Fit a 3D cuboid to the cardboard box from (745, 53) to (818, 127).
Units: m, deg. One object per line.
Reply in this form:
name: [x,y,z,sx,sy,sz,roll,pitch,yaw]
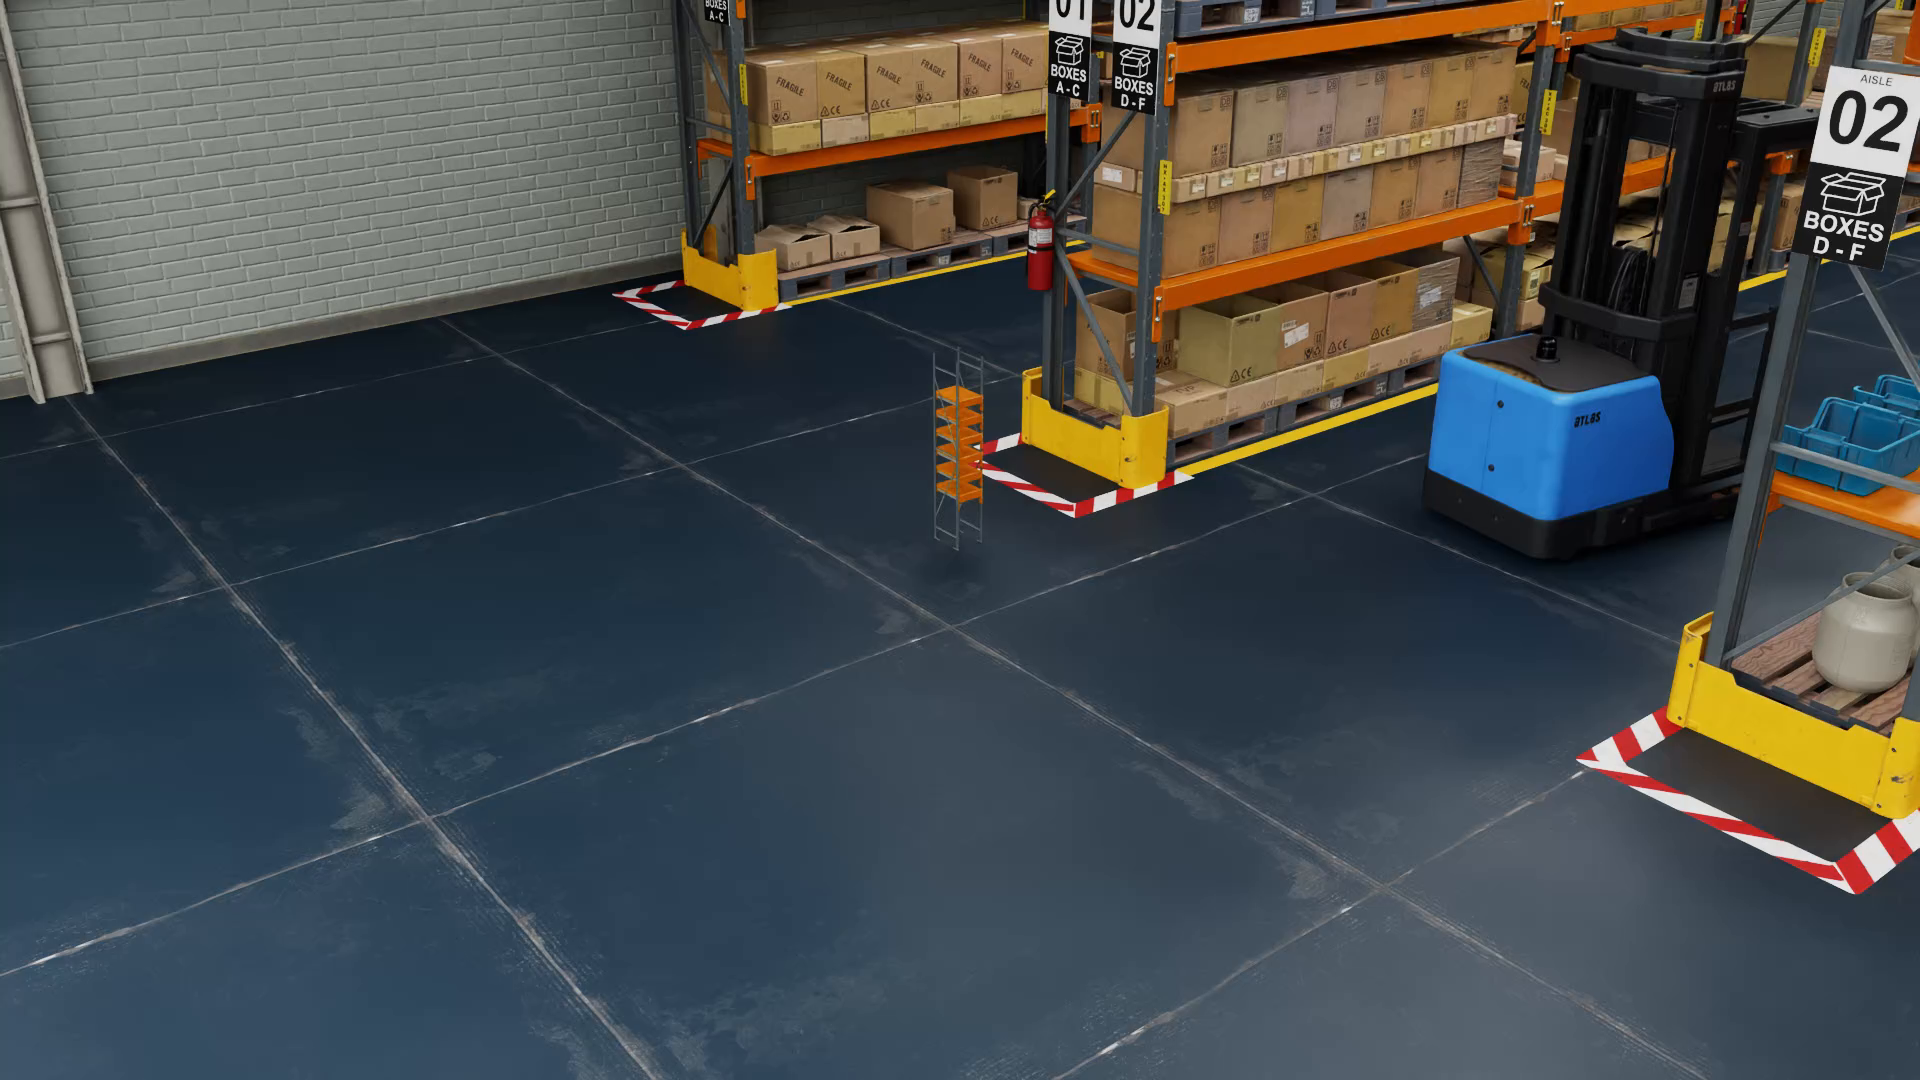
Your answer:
cardboard box: [-1.575,-3.875,14.301,0.500,0.500,0.500,-18,31,-34]

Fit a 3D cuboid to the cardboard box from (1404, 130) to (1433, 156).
cardboard box: [3.188,-2.903,12.053,0.250,0.149,0.380,-18,31,-34]

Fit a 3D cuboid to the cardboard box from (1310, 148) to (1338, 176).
cardboard box: [2.378,-2.635,11.476,0.250,0.149,0.380,-19,31,-35]

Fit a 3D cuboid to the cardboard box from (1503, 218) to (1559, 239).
cardboard box: [5.013,-2.633,14.461,0.500,0.311,0.500,-18,31,-34]

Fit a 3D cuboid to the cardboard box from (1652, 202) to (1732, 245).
cardboard box: [6.554,-2.851,14.931,0.500,0.311,0.500,-19,31,-35]

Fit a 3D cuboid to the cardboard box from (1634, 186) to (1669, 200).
cardboard box: [6.626,-3.167,15.612,0.500,0.311,0.500,-17,30,-32]

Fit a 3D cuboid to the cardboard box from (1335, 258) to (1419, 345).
cardboard box: [3.050,-1.802,12.447,0.500,0.500,0.500,-18,31,-34]

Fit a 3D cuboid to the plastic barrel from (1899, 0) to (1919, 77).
plastic barrel: [4.282,-2.202,6.860,0.708,0.830,0.600,-18,31,-34]

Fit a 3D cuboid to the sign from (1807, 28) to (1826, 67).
sign: [7.564,-4.350,14.685,0.005,0.325,0.100,-18,31,-34]

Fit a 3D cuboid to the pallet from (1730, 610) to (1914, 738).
pallet: [4.651,0.732,8.421,1.213,0.211,1.003,-18,31,-34]

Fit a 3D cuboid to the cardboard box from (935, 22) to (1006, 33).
cardboard box: [0.104,-4.704,16.086,0.500,0.500,0.500,-18,31,-34]

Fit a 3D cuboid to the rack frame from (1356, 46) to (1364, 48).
rack frame: [4.160,-5.648,18.856,0.127,3.000,1.000,-18,31,-34]

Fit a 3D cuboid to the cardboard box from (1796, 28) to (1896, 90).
cardboard box: [8.483,-4.619,16.022,0.500,0.500,0.700,-12,28,-24]

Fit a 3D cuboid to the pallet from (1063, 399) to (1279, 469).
pallet: [1.500,-0.877,11.890,1.213,0.211,1.003,-18,31,-34]

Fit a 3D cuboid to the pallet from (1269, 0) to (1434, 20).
pallet: [2.457,-3.744,11.296,1.213,0.211,1.003,-18,31,-34]

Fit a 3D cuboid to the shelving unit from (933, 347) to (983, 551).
shelving unit: [-0.011,-0.540,9.989,0.189,1.200,0.258,-18,31,-34]

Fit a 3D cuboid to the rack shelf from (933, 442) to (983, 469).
rack shelf: [-0.011,-0.500,10.008,0.180,0.103,0.258,-18,31,-34]

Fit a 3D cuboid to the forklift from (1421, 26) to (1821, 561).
forklift: [4.479,-1.640,10.303,3.031,2.935,1.130,-13,28,-26]

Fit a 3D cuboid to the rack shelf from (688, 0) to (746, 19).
rack shelf: [-0.562,-5.124,15.018,4.000,0.370,1.077,-18,31,-34]

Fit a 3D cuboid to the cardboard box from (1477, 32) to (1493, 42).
cardboard box: [6.189,-6.085,20.073,0.250,0.149,0.380,-19,31,-35]

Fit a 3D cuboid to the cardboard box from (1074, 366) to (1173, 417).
cardboard box: [1.164,-1.110,11.846,0.500,0.250,0.500,-18,31,-34]

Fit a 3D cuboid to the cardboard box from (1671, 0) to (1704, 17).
cardboard box: [9.494,-7.534,22.563,0.700,0.700,0.980,-19,31,-34]

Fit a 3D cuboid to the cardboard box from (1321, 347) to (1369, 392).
cardboard box: [2.665,-1.328,12.315,0.500,0.250,0.500,-18,31,-34]

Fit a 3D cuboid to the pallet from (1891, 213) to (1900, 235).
pallet: [8.790,-3.240,16.980,1.213,0.211,1.003,-18,31,-34]

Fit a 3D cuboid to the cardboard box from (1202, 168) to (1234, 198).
cardboard box: [1.572,-2.369,10.903,0.250,0.149,0.380,-19,31,-35]

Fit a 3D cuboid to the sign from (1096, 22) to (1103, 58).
sign: [1.353,-4.824,16.052,0.005,0.325,0.100,-18,31,-34]

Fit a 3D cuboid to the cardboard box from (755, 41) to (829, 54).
cardboard box: [-1.494,-4.171,14.938,0.500,0.500,0.500,-18,30,-33]

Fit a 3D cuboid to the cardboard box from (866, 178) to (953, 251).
cardboard box: [-0.479,-3.108,15.829,0.500,0.500,0.700,-21,32,-37]

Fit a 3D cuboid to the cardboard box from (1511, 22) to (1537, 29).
cardboard box: [6.704,-6.537,20.277,0.500,0.500,0.500,-18,30,-34]

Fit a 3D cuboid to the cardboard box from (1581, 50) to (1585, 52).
cardboard box: [8.542,-6.498,22.388,0.250,0.149,0.380,-18,30,-34]

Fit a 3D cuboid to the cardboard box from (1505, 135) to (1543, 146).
cardboard box: [4.650,-3.197,13.735,0.258,0.266,0.396,-19,31,-35]

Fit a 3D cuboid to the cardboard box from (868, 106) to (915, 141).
cardboard box: [-0.751,-3.802,15.034,0.500,0.250,0.500,-19,31,-35]

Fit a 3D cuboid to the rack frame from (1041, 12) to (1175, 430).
rack frame: [0.924,-1.930,10.845,0.127,3.000,1.000,-18,31,-34]

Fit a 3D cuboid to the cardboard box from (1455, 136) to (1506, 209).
cardboard box: [3.726,-2.897,12.810,0.500,0.500,0.700,-19,31,-35]

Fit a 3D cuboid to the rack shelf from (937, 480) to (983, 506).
rack shelf: [-0.011,-0.282,10.109,0.180,0.103,0.258,-18,31,-34]

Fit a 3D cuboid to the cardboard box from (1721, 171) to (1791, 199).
cardboard box: [7.810,-3.394,16.447,0.500,0.500,0.500,-17,30,-32]

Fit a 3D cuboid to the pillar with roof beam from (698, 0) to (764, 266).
pillar with roof beam: [0.538,-5.333,11.052,0.400,9.000,9.100,-18,31,-34]

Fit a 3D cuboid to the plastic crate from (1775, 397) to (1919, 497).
plastic crate: [4.187,-0.450,7.832,0.616,0.251,0.499,-18,31,-34]

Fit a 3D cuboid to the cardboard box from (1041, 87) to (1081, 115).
cardboard box: [0.826,-4.326,16.163,0.500,0.250,0.500,-18,30,-34]

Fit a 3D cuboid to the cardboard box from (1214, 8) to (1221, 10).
cardboard box: [2.829,-5.436,17.759,0.500,0.500,0.700,-18,31,-34]

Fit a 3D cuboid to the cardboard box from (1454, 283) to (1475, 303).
cardboard box: [4.219,-2.116,14.013,0.500,0.250,0.500,-19,31,-35]

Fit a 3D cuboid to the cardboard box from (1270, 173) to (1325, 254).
cardboard box: [2.104,-2.357,11.647,0.500,0.500,0.700,-18,30,-34]

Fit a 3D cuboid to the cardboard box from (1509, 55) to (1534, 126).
cardboard box: [6.876,-5.690,21.003,0.750,0.750,0.750,-18,30,-33]

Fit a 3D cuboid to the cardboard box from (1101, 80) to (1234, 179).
cardboard box: [1.341,-2.694,10.833,0.500,0.500,0.700,-18,30,-34]

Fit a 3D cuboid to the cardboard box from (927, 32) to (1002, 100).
cardboard box: [0.039,-4.406,15.444,0.500,0.500,0.500,-19,31,-35]

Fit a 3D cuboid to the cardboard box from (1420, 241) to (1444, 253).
cardboard box: [3.514,-2.236,13.380,0.500,0.500,0.500,-18,31,-34]

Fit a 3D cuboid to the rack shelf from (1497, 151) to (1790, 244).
rack shelf: [5.646,-3.162,14.355,4.000,0.370,1.077,-18,31,-34]

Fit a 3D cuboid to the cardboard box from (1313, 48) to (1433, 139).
cardboard box: [2.935,-3.224,11.973,0.500,0.500,0.700,-18,31,-34]

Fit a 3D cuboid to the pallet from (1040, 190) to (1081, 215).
pallet: [1.624,-3.547,17.641,1.213,0.211,1.003,-18,31,-34]

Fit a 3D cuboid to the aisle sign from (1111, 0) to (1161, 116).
aisle sign: [1.061,-2.990,10.042,0.004,0.787,0.394,-18,31,-34]

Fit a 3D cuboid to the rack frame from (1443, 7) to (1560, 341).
rack frame: [4.072,-2.969,13.084,0.127,3.000,1.000,-18,31,-34]

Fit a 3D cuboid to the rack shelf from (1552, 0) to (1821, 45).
rack shelf: [5.646,-4.523,13.723,4.000,0.370,1.077,-18,31,-34]

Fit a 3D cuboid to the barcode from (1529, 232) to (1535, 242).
barcode: [4.529,-2.398,13.161,0.075,0.075,0.001,-18,31,-34]

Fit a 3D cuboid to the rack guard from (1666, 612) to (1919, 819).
rack guard: [4.008,0.811,7.909,0.348,0.500,1.175,-18,31,-34]

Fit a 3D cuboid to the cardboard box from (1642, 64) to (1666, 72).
cardboard box: [9.177,-6.307,22.747,0.500,0.500,0.700,-19,31,-36]

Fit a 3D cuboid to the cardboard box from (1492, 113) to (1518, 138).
cardboard box: [3.990,-3.167,12.621,0.250,0.149,0.380,-18,31,-34]

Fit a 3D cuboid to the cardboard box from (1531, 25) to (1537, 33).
cardboard box: [7.032,-6.327,20.595,0.250,0.149,0.380,-18,30,-33]

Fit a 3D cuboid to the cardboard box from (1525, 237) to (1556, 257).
cardboard box: [4.948,-2.320,13.786,0.500,0.311,0.500,-19,31,-35]

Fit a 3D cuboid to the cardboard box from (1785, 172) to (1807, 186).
cardboard box: [8.162,-3.235,16.104,0.500,0.500,0.500,-20,31,-36]
